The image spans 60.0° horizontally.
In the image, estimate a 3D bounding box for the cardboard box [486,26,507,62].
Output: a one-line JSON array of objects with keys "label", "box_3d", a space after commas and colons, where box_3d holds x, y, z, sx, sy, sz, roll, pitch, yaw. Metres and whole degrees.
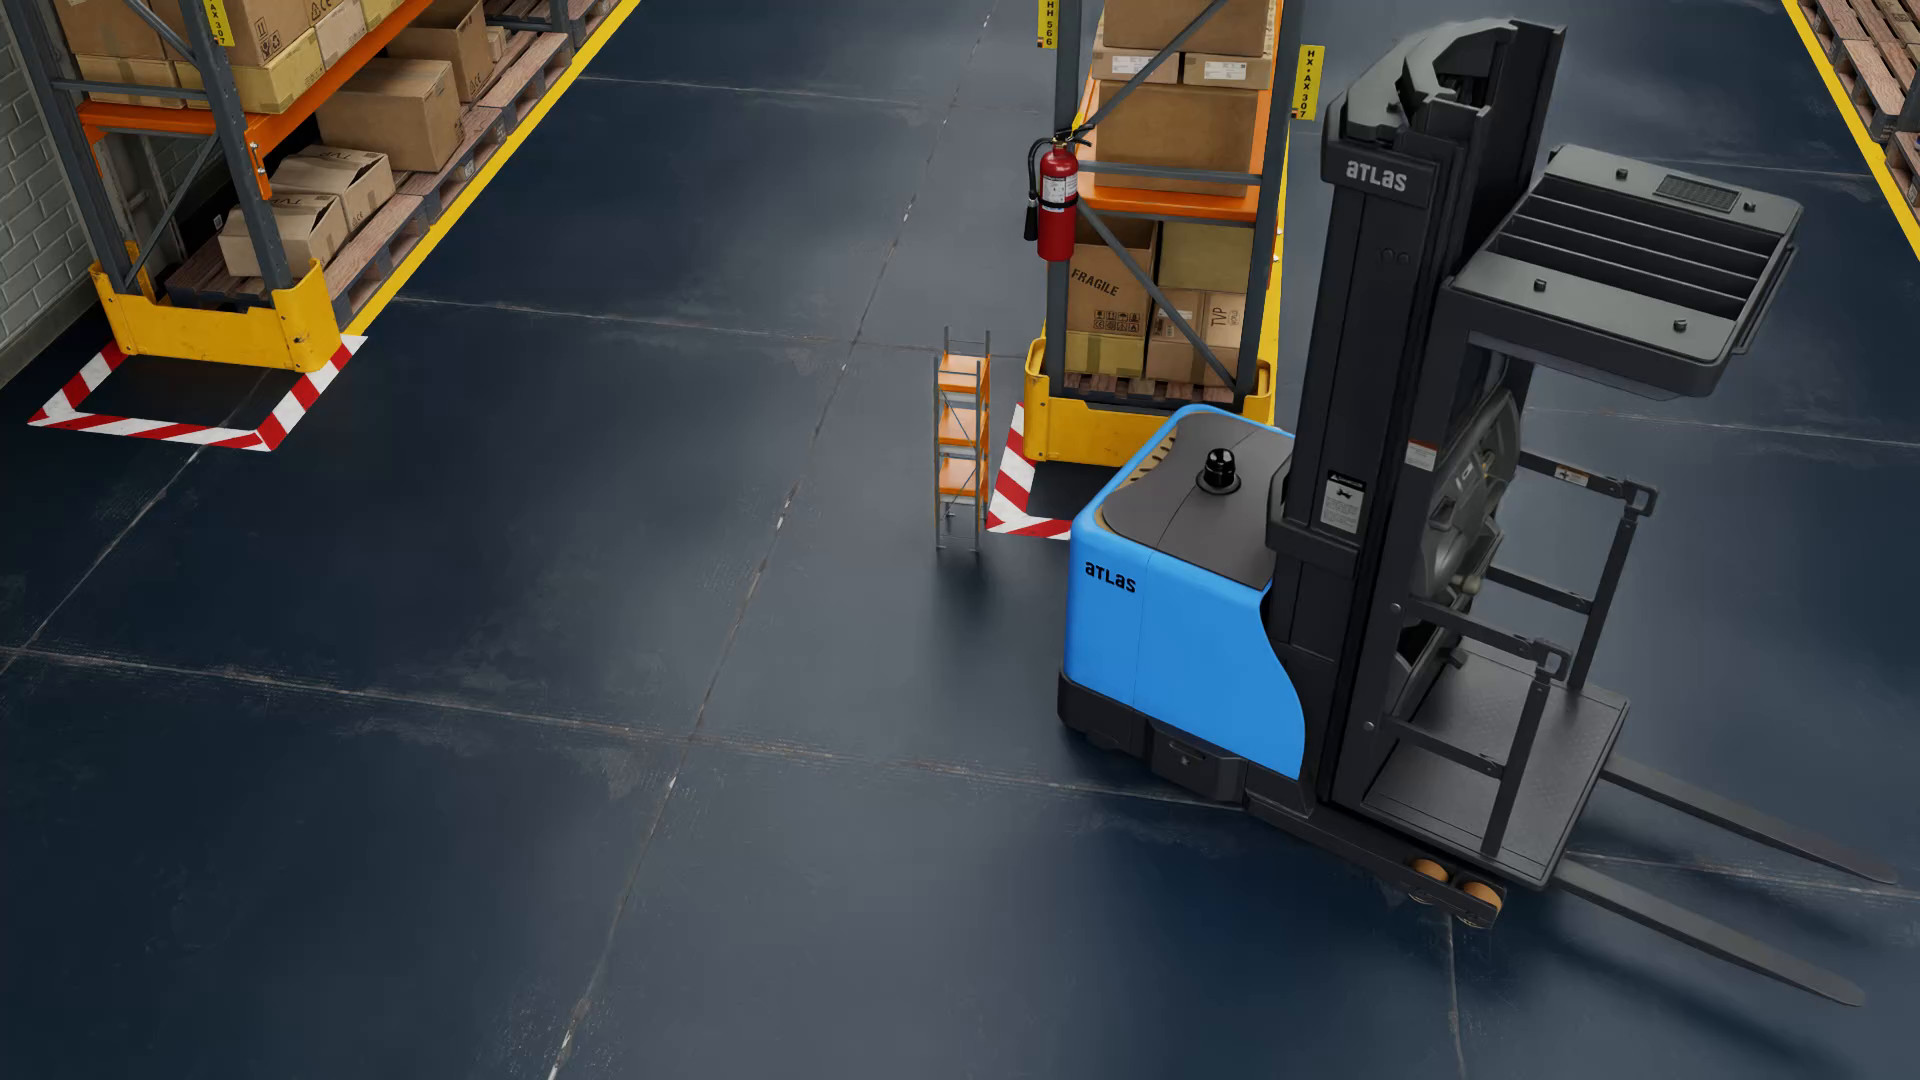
[{"label": "cardboard box", "box_3d": [-3.338, -3.410, 11.399, 0.380, 0.166, 0.250, 2, 40, 2]}]

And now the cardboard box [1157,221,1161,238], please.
[{"label": "cardboard box", "box_3d": [0.870, -2.007, 9.063, 0.500, 0.500, 0.500, 6, 40, 8]}]

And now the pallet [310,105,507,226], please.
[{"label": "pallet", "box_3d": [-3.566, -2.404, 10.492, 1.003, 0.211, 1.213, 6, 40, 8]}]

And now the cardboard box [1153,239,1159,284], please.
[{"label": "cardboard box", "box_3d": [0.789, -1.404, 8.922, 0.500, 0.250, 0.500, 6, 40, 8]}]

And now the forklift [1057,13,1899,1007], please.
[{"label": "forklift", "box_3d": [1.911, -0.111, 5.584, 3.031, 2.935, 1.130, 22, 45, 25]}]

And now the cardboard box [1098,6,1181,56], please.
[{"label": "cardboard box", "box_3d": [0.834, -2.331, 7.628, 0.380, 0.149, 0.250, 7, 40, 9]}]

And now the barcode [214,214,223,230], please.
[{"label": "barcode", "box_3d": [-4.150, -1.778, 9.304, 0.001, 0.075, 0.075, 6, 40, 8]}]

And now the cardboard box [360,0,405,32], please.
[{"label": "cardboard box", "box_3d": [-3.401, -3.029, 9.162, 0.500, 0.250, 0.500, 6, 40, 7]}]

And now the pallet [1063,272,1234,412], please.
[{"label": "pallet", "box_3d": [1.003, -1.027, 8.827, 1.003, 0.211, 1.213, 6, 40, 8]}]

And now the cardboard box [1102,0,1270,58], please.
[{"label": "cardboard box", "box_3d": [1.015, -2.481, 7.300, 0.700, 0.500, 0.500, 7, 40, 8]}]

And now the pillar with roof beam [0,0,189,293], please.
[{"label": "pillar with roof beam", "box_3d": [-0.458, -4.533, 6.171, 9.100, 9.000, 0.400, 6, 40, 8]}]

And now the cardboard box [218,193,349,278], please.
[{"label": "cardboard box", "box_3d": [-3.759, -1.719, 9.240, 0.500, 0.311, 0.500, 2, 40, 3]}]

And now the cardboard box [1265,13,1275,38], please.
[{"label": "cardboard box", "box_3d": [1.235, -2.294, 7.584, 0.380, 0.149, 0.250, 5, 40, 7]}]

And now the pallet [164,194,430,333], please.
[{"label": "pallet", "box_3d": [-3.779, -1.640, 9.568, 1.003, 0.211, 1.213, 6, 40, 8]}]

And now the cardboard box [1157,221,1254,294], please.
[{"label": "cardboard box", "box_3d": [1.309, -1.635, 8.613, 0.500, 0.500, 0.500, 6, 40, 8]}]

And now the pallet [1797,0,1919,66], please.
[{"label": "pallet", "box_3d": [6.789, -3.770, 12.144, 1.003, 0.211, 1.213, 6, 40, 8]}]

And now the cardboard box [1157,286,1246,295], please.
[{"label": "cardboard box", "box_3d": [1.307, -1.346, 8.852, 0.500, 0.250, 0.500, 6, 40, 8]}]

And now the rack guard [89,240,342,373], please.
[{"label": "rack guard", "box_3d": [-3.954, -1.246, 8.864, 1.175, 0.500, 0.348, 6, 40, 8]}]

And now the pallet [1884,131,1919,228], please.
[{"label": "pallet", "box_3d": [6.325, -2.088, 10.109, 1.003, 0.211, 1.213, 6, 40, 8]}]

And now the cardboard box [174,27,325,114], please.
[{"label": "cardboard box", "box_3d": [-3.570, -2.382, 8.380, 0.500, 0.250, 0.500, 5, 40, 6]}]

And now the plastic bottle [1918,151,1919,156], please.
[{"label": "plastic bottle", "box_3d": [5.978, -2.455, 10.216, 0.097, 0.201, 0.097, 0, 40, 0]}]

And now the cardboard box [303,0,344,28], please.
[{"label": "cardboard box", "box_3d": [-3.494, -2.976, 8.509, 0.500, 0.500, 0.500, 7, 40, 8]}]

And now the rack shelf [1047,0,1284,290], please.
[{"label": "rack shelf", "box_3d": [1.258, -2.595, 9.100, 1.077, 0.370, 4.000, 6, 40, 8]}]

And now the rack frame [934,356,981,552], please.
[{"label": "rack frame", "box_3d": [-0.012, -0.362, 7.363, 0.200, 1.050, 0.008, 6, 40, 8]}]

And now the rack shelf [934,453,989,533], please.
[{"label": "rack shelf", "box_3d": [0.009, -0.216, 7.640, 0.215, 0.259, 0.240, 6, 40, 8]}]

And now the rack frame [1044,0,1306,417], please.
[{"label": "rack frame", "box_3d": [0.912, -1.617, 7.352, 1.000, 3.000, 0.127, 6, 40, 8]}]

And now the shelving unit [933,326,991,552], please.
[{"label": "shelving unit", "box_3d": [0.009, -0.438, 7.456, 0.215, 1.050, 0.252, 6, 40, 8]}]

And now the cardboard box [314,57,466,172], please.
[{"label": "cardboard box", "box_3d": [-3.484, -2.604, 10.163, 0.700, 0.500, 0.500, 4, 40, 5]}]

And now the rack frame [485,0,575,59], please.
[{"label": "rack frame", "box_3d": [-3.275, -4.672, 11.046, 1.000, 3.000, 0.127, 6, 40, 8]}]

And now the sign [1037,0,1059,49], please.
[{"label": "sign", "box_3d": [0.380, -2.224, 6.991, 0.100, 0.325, 0.005, 6, 40, 8]}]
